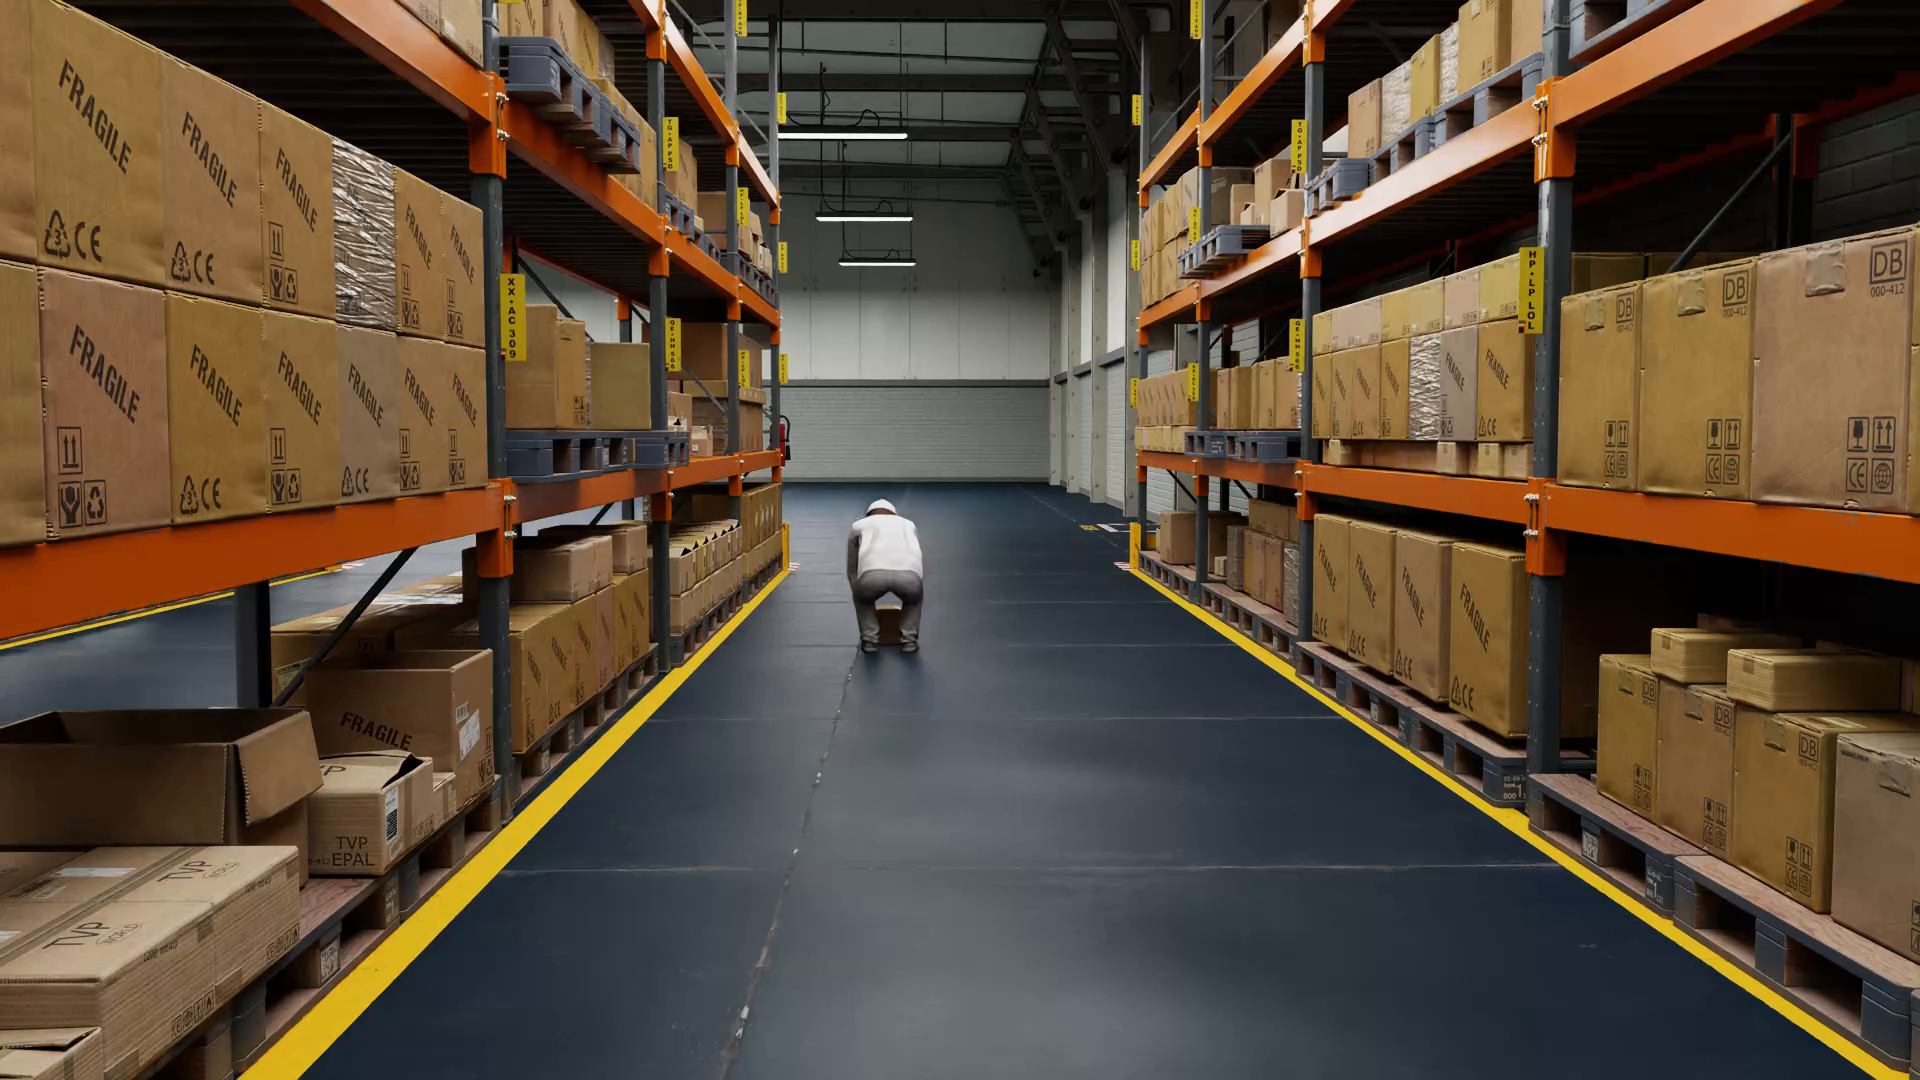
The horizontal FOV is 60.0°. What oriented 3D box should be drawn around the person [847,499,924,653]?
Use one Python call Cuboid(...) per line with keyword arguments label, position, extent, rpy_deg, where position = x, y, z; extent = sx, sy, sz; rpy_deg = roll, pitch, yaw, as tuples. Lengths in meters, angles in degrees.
Cuboid(label="person", position=(-0.521, 0.244, 11.563), extent=(0.546, 1.026, 0.897), rpy_deg=(0, 4, -2))
